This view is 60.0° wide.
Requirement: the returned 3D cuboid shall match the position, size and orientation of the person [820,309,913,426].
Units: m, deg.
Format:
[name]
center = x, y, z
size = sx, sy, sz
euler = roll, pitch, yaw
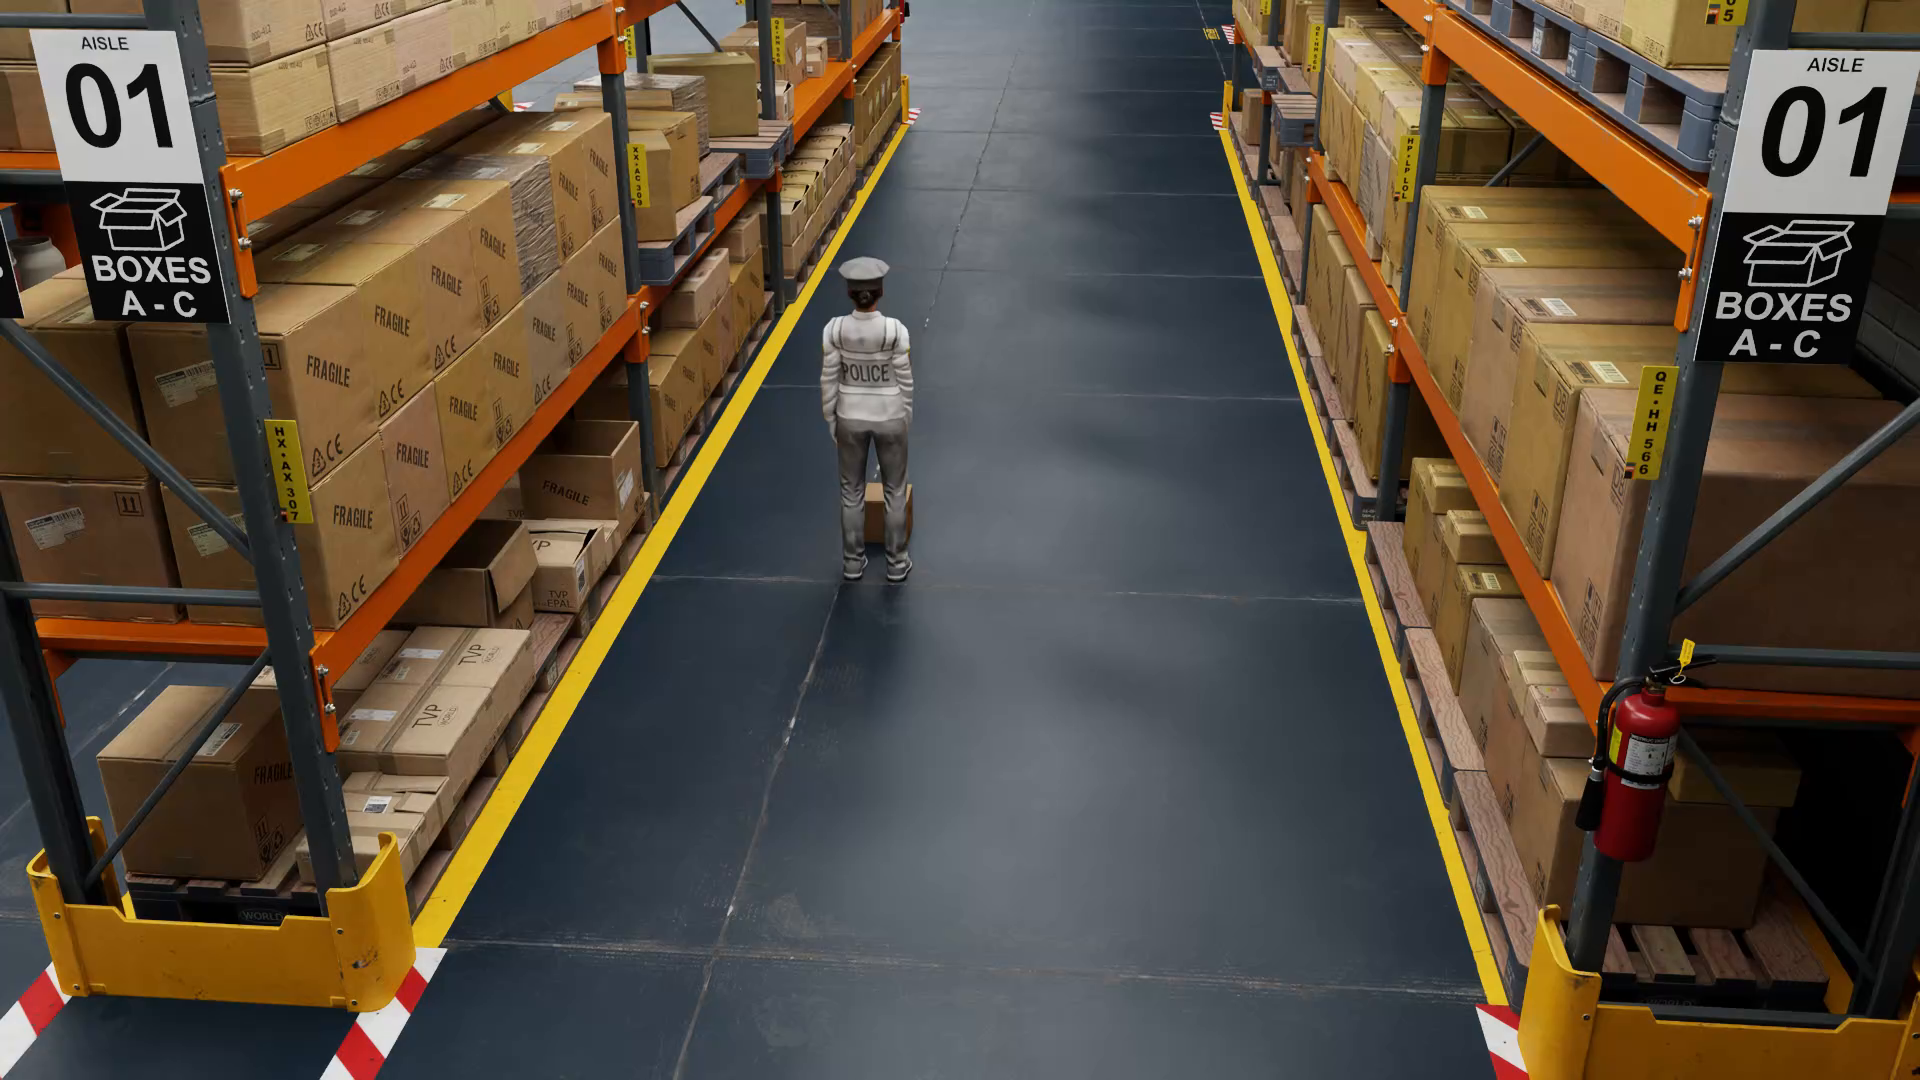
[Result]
[person]
center = -0.462, -0.866, 8.266
size = 0.469, 0.608, 0.312
euler = 2, 25, 5
